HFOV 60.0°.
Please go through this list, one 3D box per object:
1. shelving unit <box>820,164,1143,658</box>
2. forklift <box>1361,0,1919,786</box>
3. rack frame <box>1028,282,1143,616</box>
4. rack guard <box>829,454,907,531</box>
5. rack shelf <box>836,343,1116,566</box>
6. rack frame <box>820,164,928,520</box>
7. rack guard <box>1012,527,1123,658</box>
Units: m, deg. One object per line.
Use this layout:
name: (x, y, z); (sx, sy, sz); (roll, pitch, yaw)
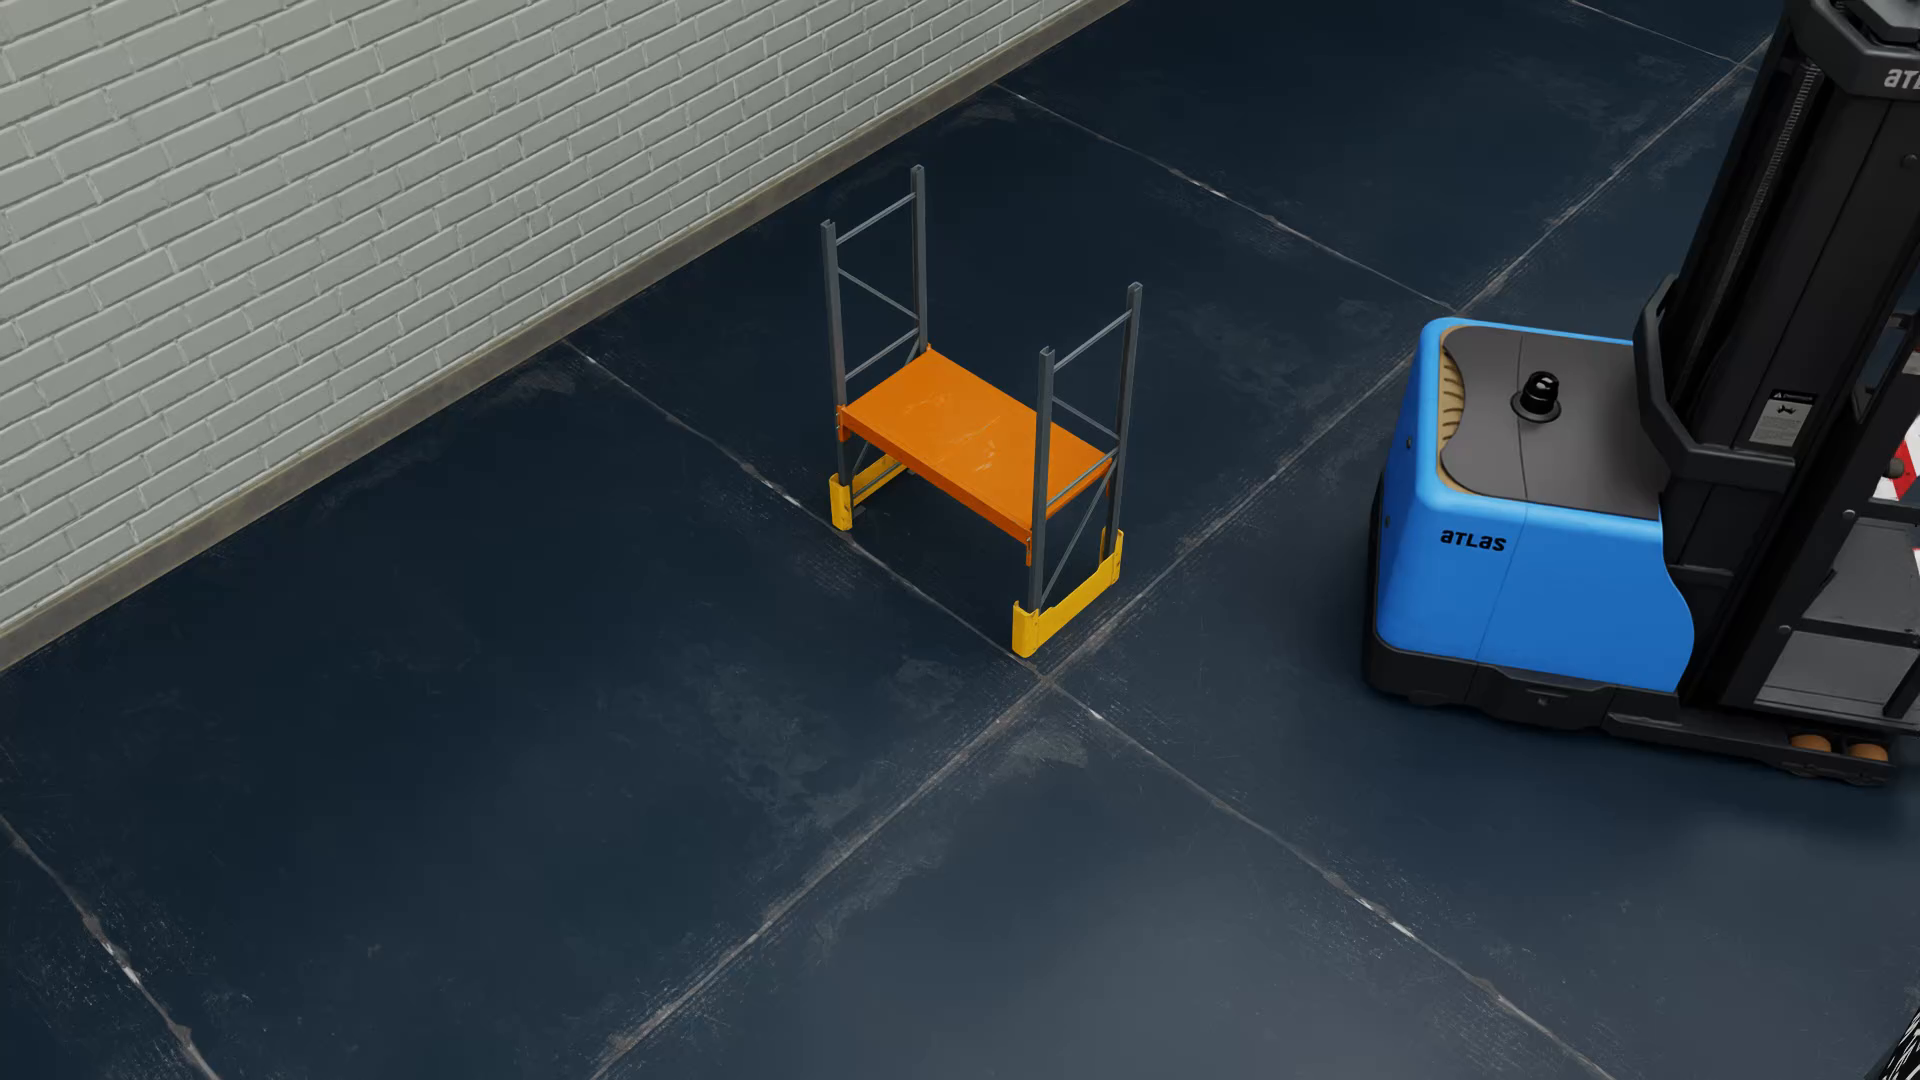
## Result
shelving unit: (0.056, -0.476, 6.276); (1.083, 1.500, 0.587); (34, 55, 28)
forklift: (3.091, -0.540, 5.355); (3.031, 2.935, 1.130); (9, 47, 8)
rack frame: (0.436, -0.220, 6.036); (0.032, 1.500, 0.500); (34, 55, 28)
rack guard: (-0.310, -0.294, 6.963); (0.087, 0.250, 0.587); (34, 55, 28)
rack shelf: (0.063, -0.348, 6.403); (1.000, 0.185, 0.538); (34, 55, 28)
rack frame: (-0.311, -0.723, 6.508); (0.032, 1.500, 0.500); (34, 55, 28)
rack guard: (0.422, 0.198, 6.501); (0.087, 0.250, 0.587); (34, 55, 28)
